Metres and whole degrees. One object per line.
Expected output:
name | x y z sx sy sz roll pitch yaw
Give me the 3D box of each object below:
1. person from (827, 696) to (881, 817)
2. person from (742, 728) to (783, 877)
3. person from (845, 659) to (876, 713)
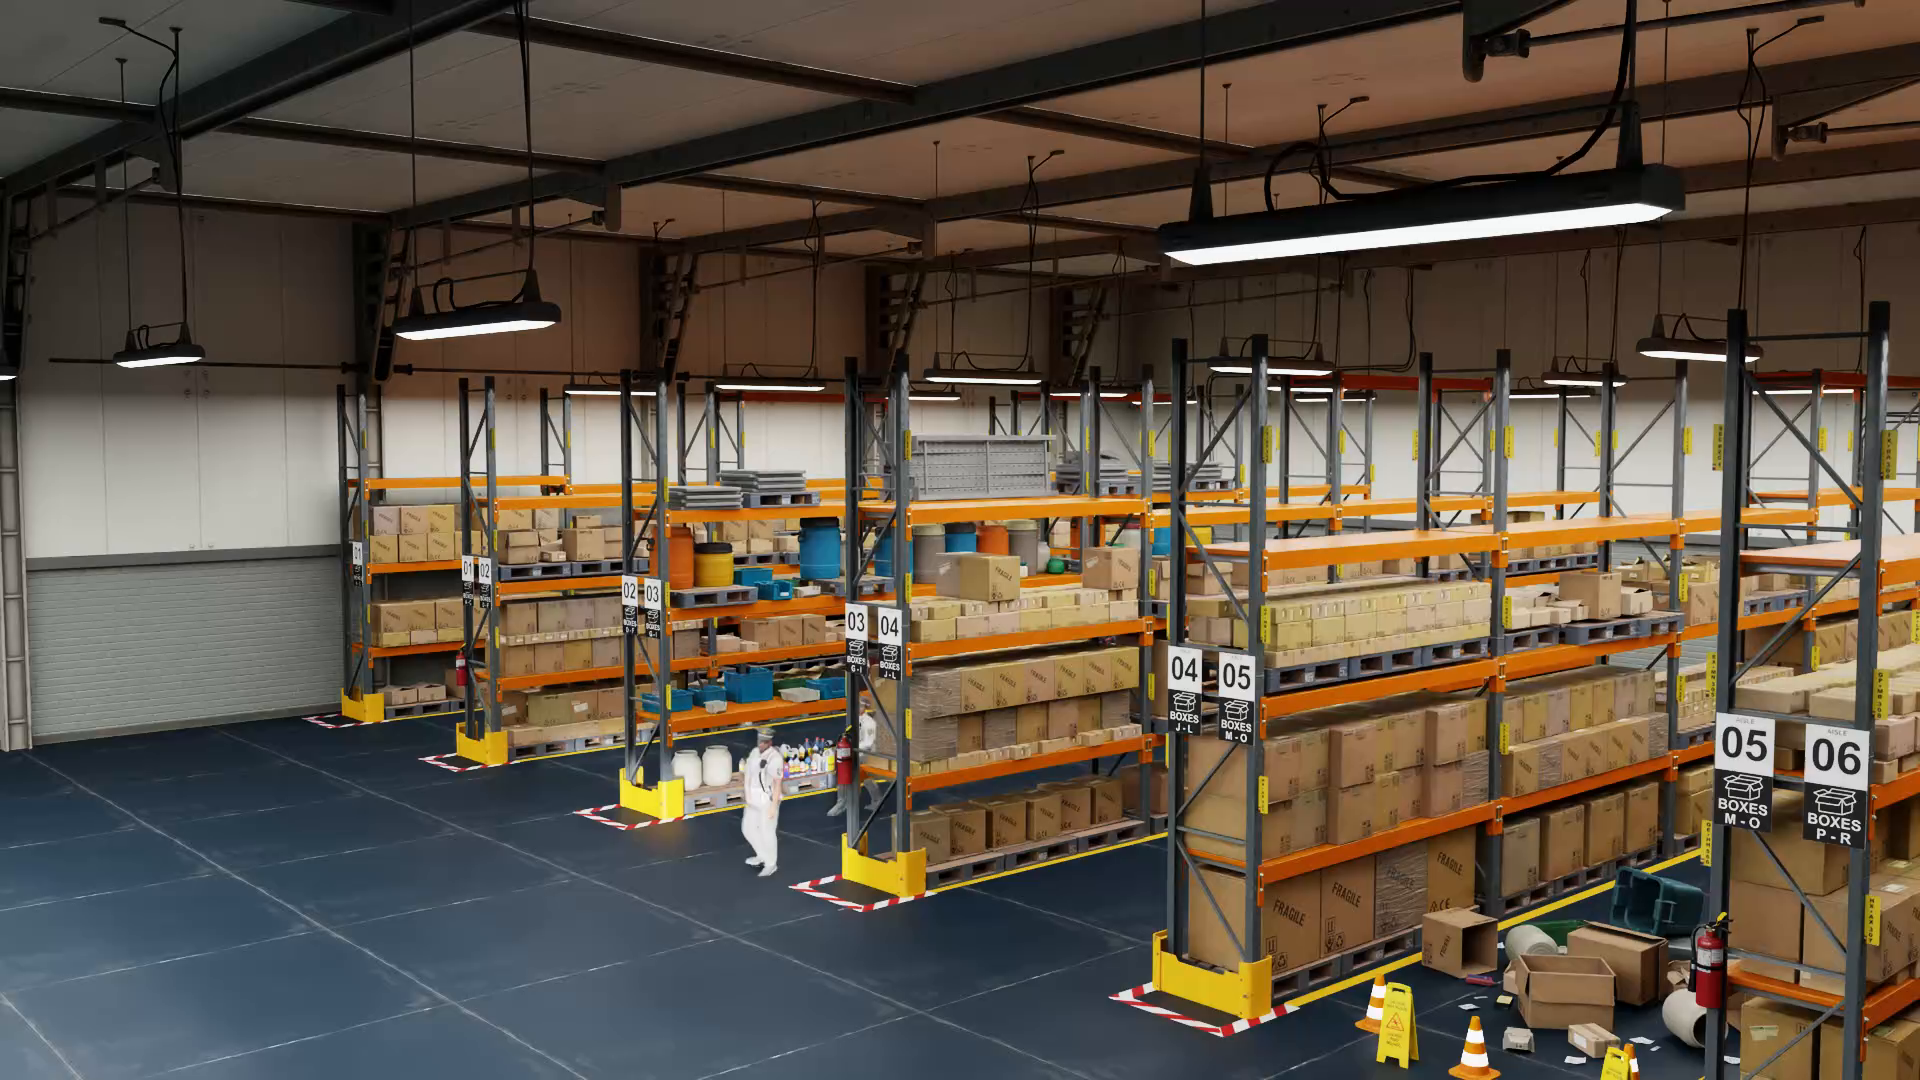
person | -1.310 2.868 22.163 0.797 1.663 0.661 -3 5 -43
person | -2.298 3.040 19.378 0.691 1.774 0.513 3 5 42
person | -1.473 2.575 27.879 1.057 1.514 0.619 -2 4 -31
